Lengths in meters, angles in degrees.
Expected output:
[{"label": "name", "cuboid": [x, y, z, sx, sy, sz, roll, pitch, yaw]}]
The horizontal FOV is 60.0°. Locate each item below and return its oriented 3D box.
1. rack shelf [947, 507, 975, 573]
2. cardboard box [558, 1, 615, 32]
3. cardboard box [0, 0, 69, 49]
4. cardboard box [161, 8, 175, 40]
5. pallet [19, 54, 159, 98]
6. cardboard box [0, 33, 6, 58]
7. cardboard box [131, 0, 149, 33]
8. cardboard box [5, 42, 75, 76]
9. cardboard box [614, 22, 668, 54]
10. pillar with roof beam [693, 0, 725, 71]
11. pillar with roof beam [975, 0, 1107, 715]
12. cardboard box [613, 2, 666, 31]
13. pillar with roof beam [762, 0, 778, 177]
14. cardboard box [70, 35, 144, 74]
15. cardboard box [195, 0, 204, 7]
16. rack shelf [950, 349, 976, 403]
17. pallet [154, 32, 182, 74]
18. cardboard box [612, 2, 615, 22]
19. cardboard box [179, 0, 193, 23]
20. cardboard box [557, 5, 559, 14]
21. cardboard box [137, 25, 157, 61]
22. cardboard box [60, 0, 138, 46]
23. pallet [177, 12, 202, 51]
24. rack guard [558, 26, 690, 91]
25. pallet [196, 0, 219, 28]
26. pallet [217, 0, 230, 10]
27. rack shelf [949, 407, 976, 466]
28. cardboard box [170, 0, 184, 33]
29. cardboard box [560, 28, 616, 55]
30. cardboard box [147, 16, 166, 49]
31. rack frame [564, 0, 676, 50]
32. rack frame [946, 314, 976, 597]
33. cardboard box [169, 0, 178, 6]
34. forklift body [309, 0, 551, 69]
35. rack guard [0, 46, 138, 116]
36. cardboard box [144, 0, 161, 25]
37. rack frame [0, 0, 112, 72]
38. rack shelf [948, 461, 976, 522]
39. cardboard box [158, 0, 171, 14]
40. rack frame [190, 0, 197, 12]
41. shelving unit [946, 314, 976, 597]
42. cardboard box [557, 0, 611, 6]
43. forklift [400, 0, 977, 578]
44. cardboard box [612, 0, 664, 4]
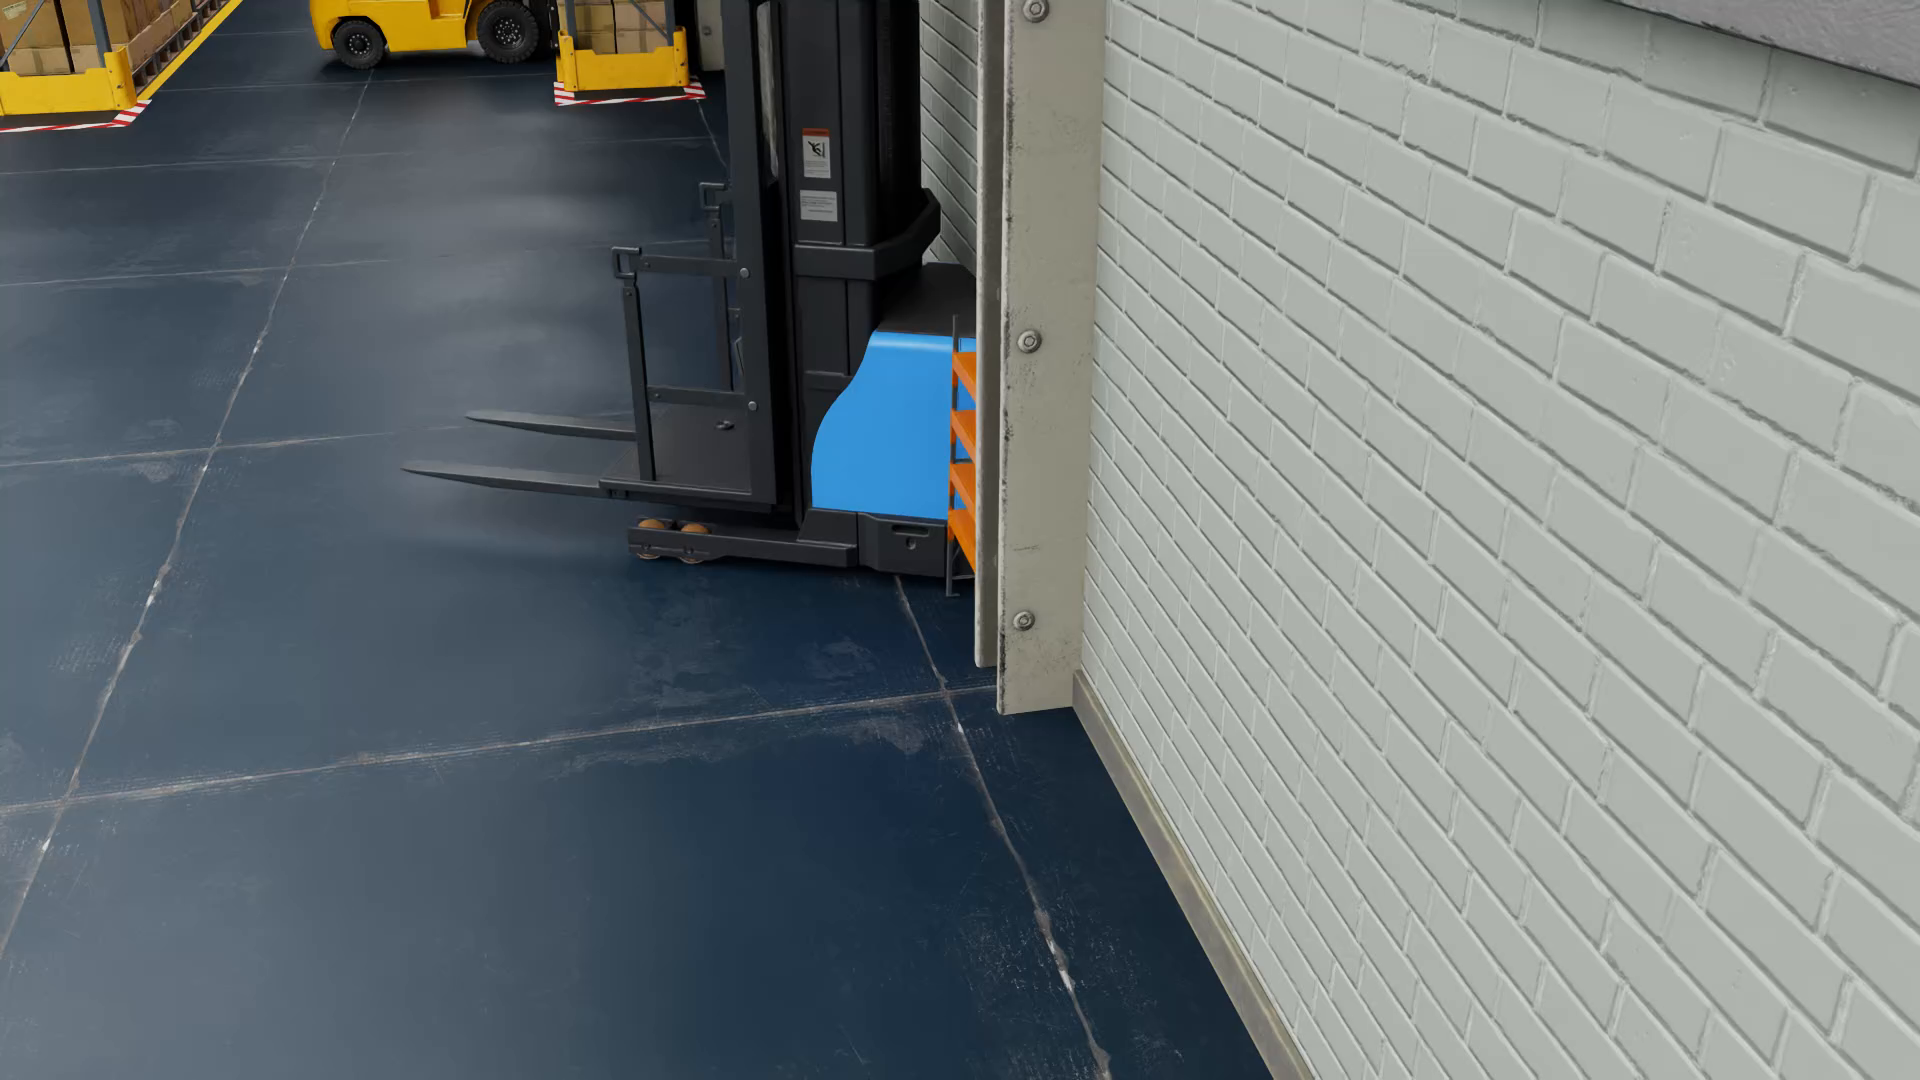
[{"label": "rack shelf", "cuboid": [0.127, 0.029, 6.444, 0.258, 0.148, 0.480, -5, 27, -13]}, {"label": "cardboard box", "cuboid": [-3.590, -5.046, 15.949, 0.500, 0.250, 0.500, -6, 27, -12]}, {"label": "cardboard box", "cuboid": [-8.445, -4.795, 15.175, 0.500, 0.500, 0.500, -6, 27, -11]}, {"label": "cardboard box", "cuboid": [-8.277, -5.203, 16.814, 0.500, 0.250, 0.500, -6, 27, -11]}, {"label": "pallet", "cuboid": [-8.176, -4.324, 15.583, 1.003, 0.211, 1.213, -6, 27, -12]}, {"label": "cardboard box", "cuboid": [-9.996, -5.208, 17.011, 0.500, 0.500, 0.500, 13, 30, 24]}, {"label": "cardboard box", "cuboid": [-8.051, -5.092, 15.762, 0.500, 0.500, 0.500, -7, 28, -14]}, {"label": "cardboard box", "cuboid": [-8.460, -4.473, 15.369, 0.500, 0.250, 0.500, -6, 27, -12]}, {"label": "cardboard box", "cuboid": [-3.096, -4.876, 16.168, 0.500, 0.250, 0.500, -6, 27, -11]}, {"label": "pillar with roof beam", "cuboid": [-6.649, -8.319, 13.745, 9.100, 9.000, 0.400, -6, 27, -12]}, {"label": "pillar with roof beam", "cuboid": [-3.944, -3.051, 3.308, 9.100, 9.000, 0.400, -6, 27, -12]}, {"label": "cardboard box", "cuboid": [-3.079, -5.092, 16.039, 0.500, 0.250, 0.500, -5, 27, -11]}, {"label": "pillar with roof beam", "cuboid": [-5.296, -5.685, 8.527, 9.100, 9.000, 0.400, -6, 27, -12]}, {"label": "cardboard box", "cuboid": [-7.923, -4.517, 15.457, 0.500, 0.250, 0.500, -6, 27, -12]}, {"label": "cardboard box", "cuboid": [-9.033, -6.176, 18.607, 0.950, 0.372, 0.625, -6, 27, -11]}, {"label": "rack shelf", "cuboid": [0.144, -0.561, 6.151, 0.258, 0.148, 0.480, -5, 27, -13]}, {"label": "pallet", "cuboid": [-8.448, -4.859, 16.642, 1.003, 0.211, 1.213, -6, 27, -12]}, {"label": "cardboard box", "cuboid": [-3.203, -5.311, 16.474, 0.500, 0.250, 0.500, -6, 27, -12]}, {"label": "cardboard box", "cuboid": [-8.517, -5.659, 17.718, 0.500, 0.250, 0.500, -5, 27, -9]}, {"label": "cardboard box", "cuboid": [-3.829, -5.492, 16.832, 0.500, 0.250, 0.500, -7, 28, -13]}, {"label": "cardboard box", "cuboid": [-8.031, -4.742, 15.902, 0.500, 0.250, 0.500, -5, 27, -10]}, {"label": "cardboard box", "cuboid": [-7.929, -4.863, 15.308, 0.500, 0.500, 0.500, -7, 28, -13]}, {"label": "pallet", "cuboid": [-8.726, -5.395, 17.705, 1.003, 0.211, 1.213, -6, 27, -12]}, {"label": "rack guard", "cuboid": [-3.170, -4.555, 15.719, 1.175, 0.500, 0.348, -6, 27, -12]}, {"label": "pallet", "cuboid": [-9.089, -6.028, 18.959, 1.003, 0.211, 1.213, -6, 27, -12]}, {"label": "pallet", "cuboid": [-9.367, -6.565, 20.022, 1.003, 0.211, 1.213, -6, 27, -12]}, {"label": "rack shelf", "cuboid": [0.138, -0.349, 6.256, 0.258, 0.148, 0.480, -5, 27, -13]}, {"label": "cardboard box", "cuboid": [-8.387, -5.426, 17.257, 0.500, 0.250, 0.500, -7, 28, -13]}, {"label": "cardboard box", "cuboid": [-3.589, -4.815, 16.046, 0.500, 0.250, 0.500, -6, 27, -11]}, {"label": "cardboard box", "cuboid": [-8.166, -4.981, 16.374, 0.500, 0.250, 0.500, -4, 27, -8]}, {"label": "rack frame", "cuboid": [-3.176, -5.681, 15.176, 1.000, 3.000, 0.127, -6, 27, -12]}, {"label": "rack frame", "cuboid": [0.078, -0.316, 6.538, 0.240, 1.200, 0.015, -5, 27, -13]}, {"label": "cardboard box", "cuboid": [-8.401, -5.770, 17.107, 0.500, 0.500, 0.500, -5, 27, -11]}, {"label": "forklift body", "cuboid": [-5.380, -5.949, 16.650, 2.313, 2.155, 1.214, -6, 27, -12]}, {"label": "rack guard", "cuboid": [-8.028, -4.093, 14.804, 1.175, 0.500, 0.348, -6, 27, -12]}, {"label": "cardboard box", "cuboid": [-8.156, -5.313, 16.200, 0.500, 0.500, 0.500, -5, 27, -11]}, {"label": "rack frame", "cuboid": [-8.011, -5.175, 14.175, 1.000, 3.000, 0.127, -6, 27, -12]}, {"label": "rack shelf", "cuboid": [0.132, -0.149, 6.356, 0.258, 0.148, 0.480, -5, 27, -13]}, {"label": "cardboard box", "cuboid": [-8.285, -5.547, 16.663, 0.500, 0.500, 0.500, -5, 27, -9]}, {"label": "rack frame", "cuboid": [-8.912, -6.931, 17.654, 1.000, 3.000, 0.127, -6, 27, -12]}, {"label": "shelving unit", "cuboid": [0.134, -0.209, 6.326, 0.258, 1.200, 0.503, -5, 27, -13]}, {"label": "cardboard box", "cuboid": [-3.583, -5.258, 15.814, 0.500, 0.250, 0.500, -5, 27, -10]}, {"label": "forklift", "cuboid": [-0.940, -1.433, 6.835, 3.031, 2.935, 1.130, 6, 27, 11]}, {"label": "cardboard box", "cuboid": [-3.099, -5.318, 15.932, 0.500, 0.250, 0.500, -6, 27, -12]}]
